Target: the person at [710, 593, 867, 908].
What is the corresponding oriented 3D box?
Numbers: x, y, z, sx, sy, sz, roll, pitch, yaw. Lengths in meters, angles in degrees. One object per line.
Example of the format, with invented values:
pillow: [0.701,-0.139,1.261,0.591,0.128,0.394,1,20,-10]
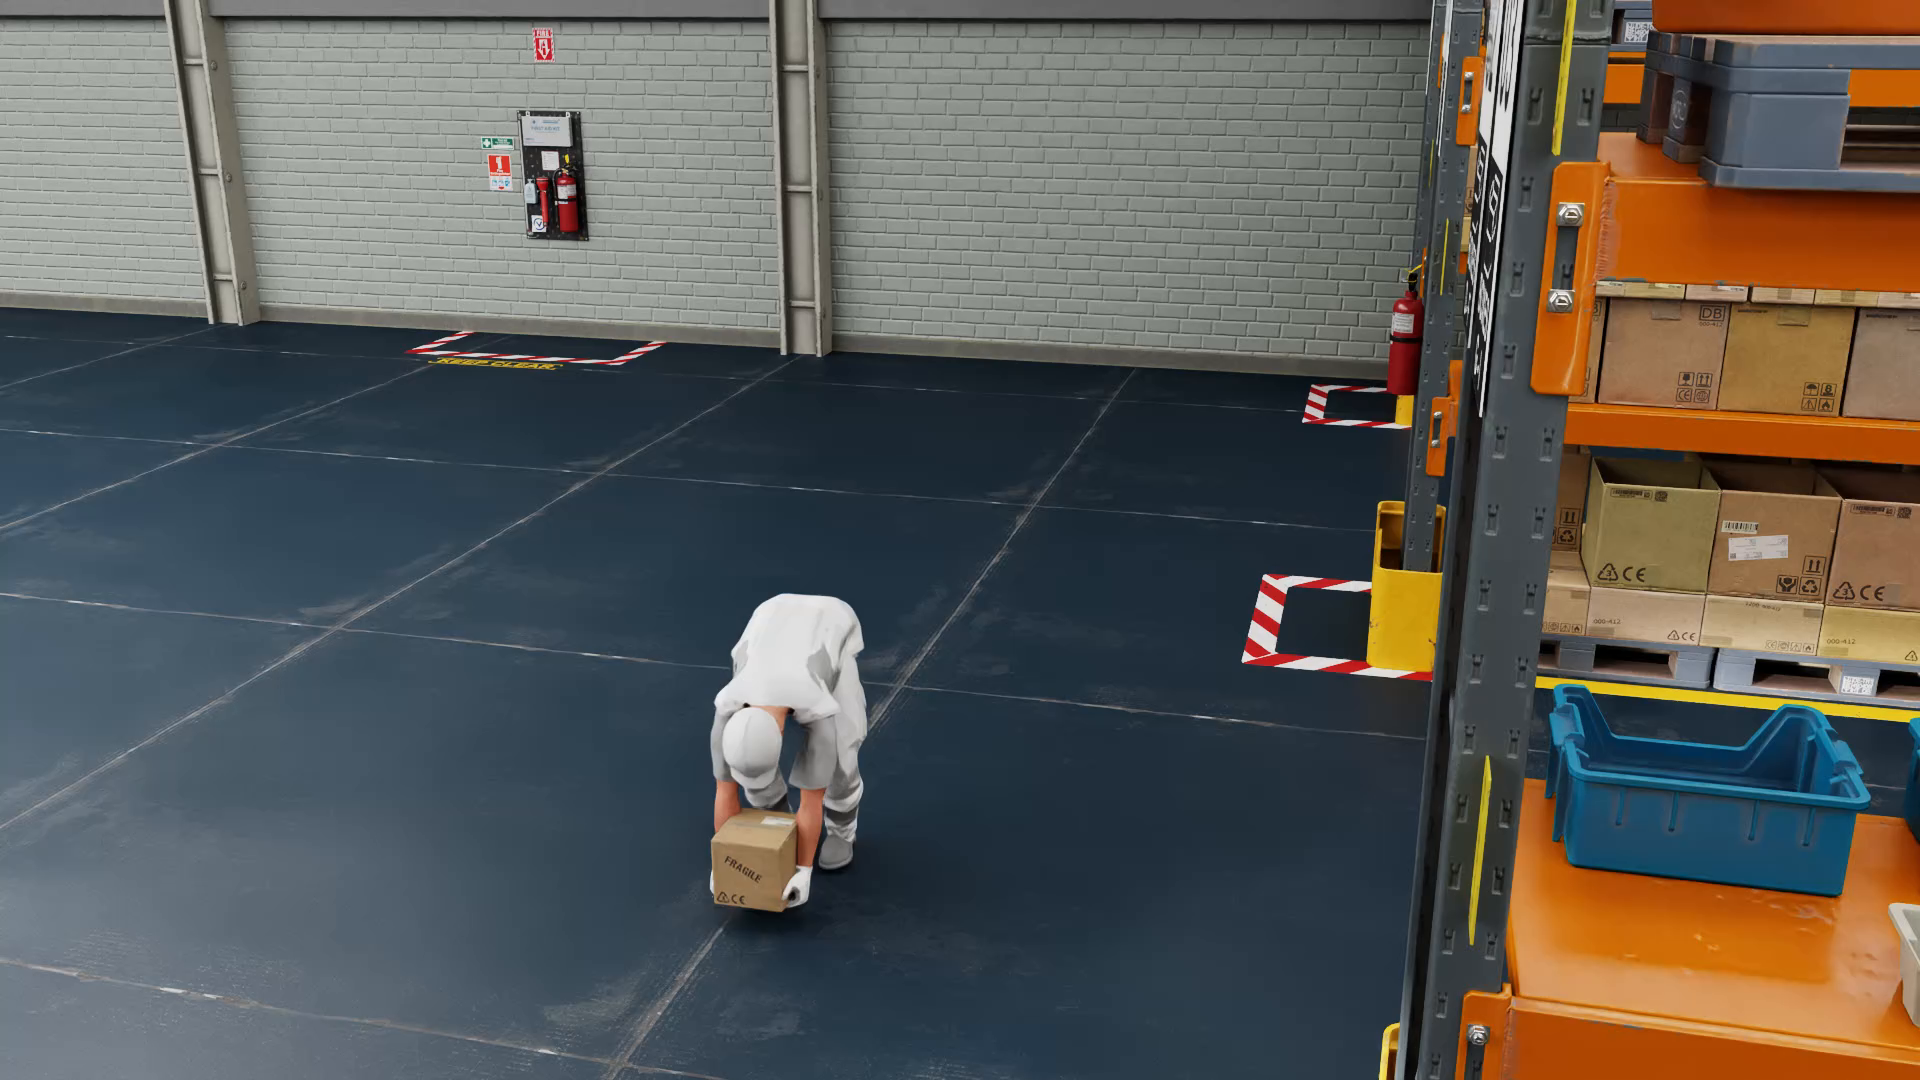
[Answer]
person: [-0.614,0.756,5.969,0.524,0.997,0.950,4,18,11]
